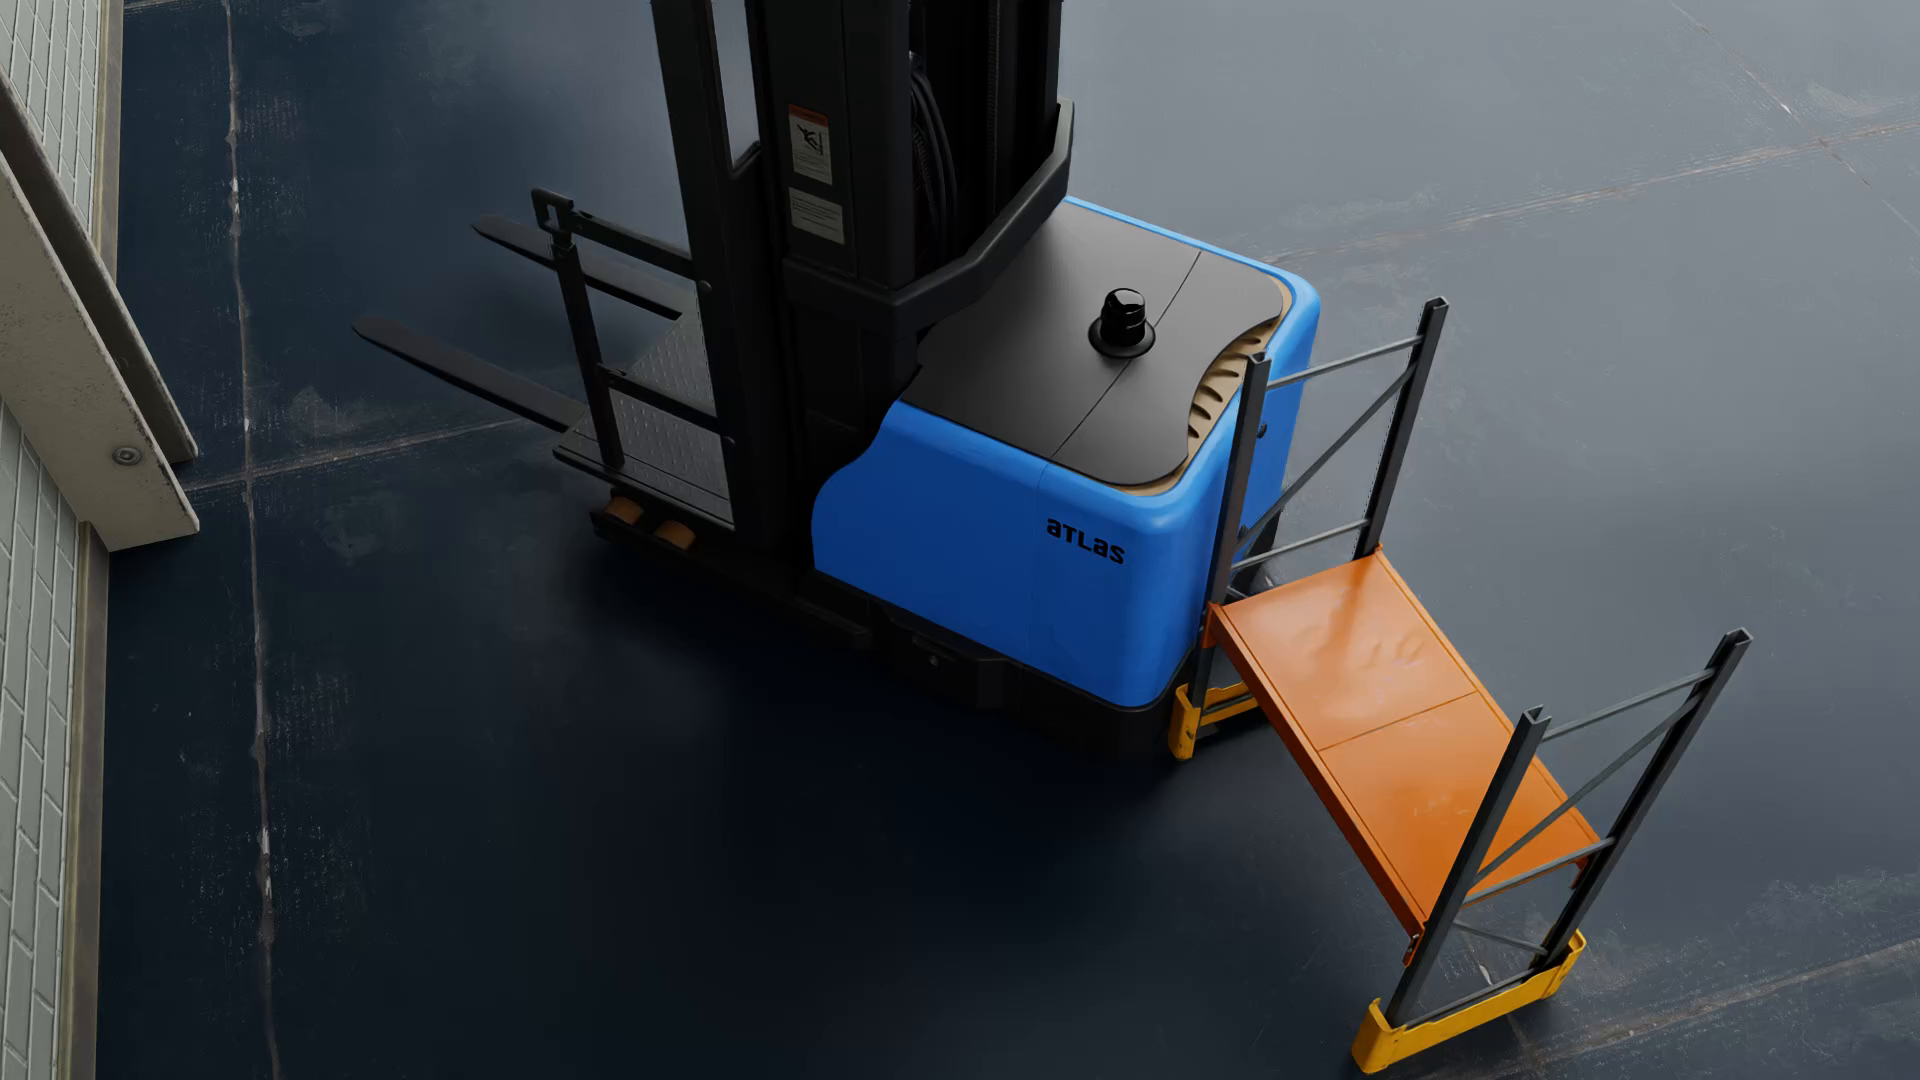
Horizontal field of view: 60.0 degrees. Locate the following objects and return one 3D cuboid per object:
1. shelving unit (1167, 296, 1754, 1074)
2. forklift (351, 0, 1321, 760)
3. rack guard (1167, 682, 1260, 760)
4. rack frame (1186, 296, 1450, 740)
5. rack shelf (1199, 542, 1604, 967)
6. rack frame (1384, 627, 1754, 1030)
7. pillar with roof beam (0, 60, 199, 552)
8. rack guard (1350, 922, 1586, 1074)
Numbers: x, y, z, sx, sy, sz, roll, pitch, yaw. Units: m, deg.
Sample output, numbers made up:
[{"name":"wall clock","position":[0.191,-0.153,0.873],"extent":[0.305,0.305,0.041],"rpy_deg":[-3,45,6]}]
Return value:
[{"name":"shelving unit","position":[1.066,0.381,3.948],"extent":[0.587,1.500,1.083],"rpy_deg":[-18,52,-14]},{"name":"forklift","position":[-0.560,-1.173,4.321],"extent":[3.031,2.935,1.130],"rpy_deg":[23,54,18]},{"name":"rack guard","position":[0.873,0.433,4.722],"extent":[0.587,0.250,0.087],"rpy_deg":[-18,52,-14]},{"name":"rack frame","position":[0.865,0.016,4.255],"extent":[0.500,1.500,0.032],"rpy_deg":[-18,52,-14]},{"name":"rack shelf","position":[1.062,0.490,4.091],"extent":[0.538,0.185,1.000],"rpy_deg":[-18,52,-14]},{"name":"rack frame","position":[1.260,0.733,3.651],"extent":[0.500,1.500,0.032],"rpy_deg":[-18,52,-14]},{"name":"pillar with roof beam","position":[1.494,-4.008,2.743],"extent":[9.100,9.000,0.400],"rpy_deg":[-13,51,-11]},{"name":"rack guard","position":[1.259,1.135,4.130],"extent":[0.587,0.250,0.087],"rpy_deg":[-18,52,-14]}]
